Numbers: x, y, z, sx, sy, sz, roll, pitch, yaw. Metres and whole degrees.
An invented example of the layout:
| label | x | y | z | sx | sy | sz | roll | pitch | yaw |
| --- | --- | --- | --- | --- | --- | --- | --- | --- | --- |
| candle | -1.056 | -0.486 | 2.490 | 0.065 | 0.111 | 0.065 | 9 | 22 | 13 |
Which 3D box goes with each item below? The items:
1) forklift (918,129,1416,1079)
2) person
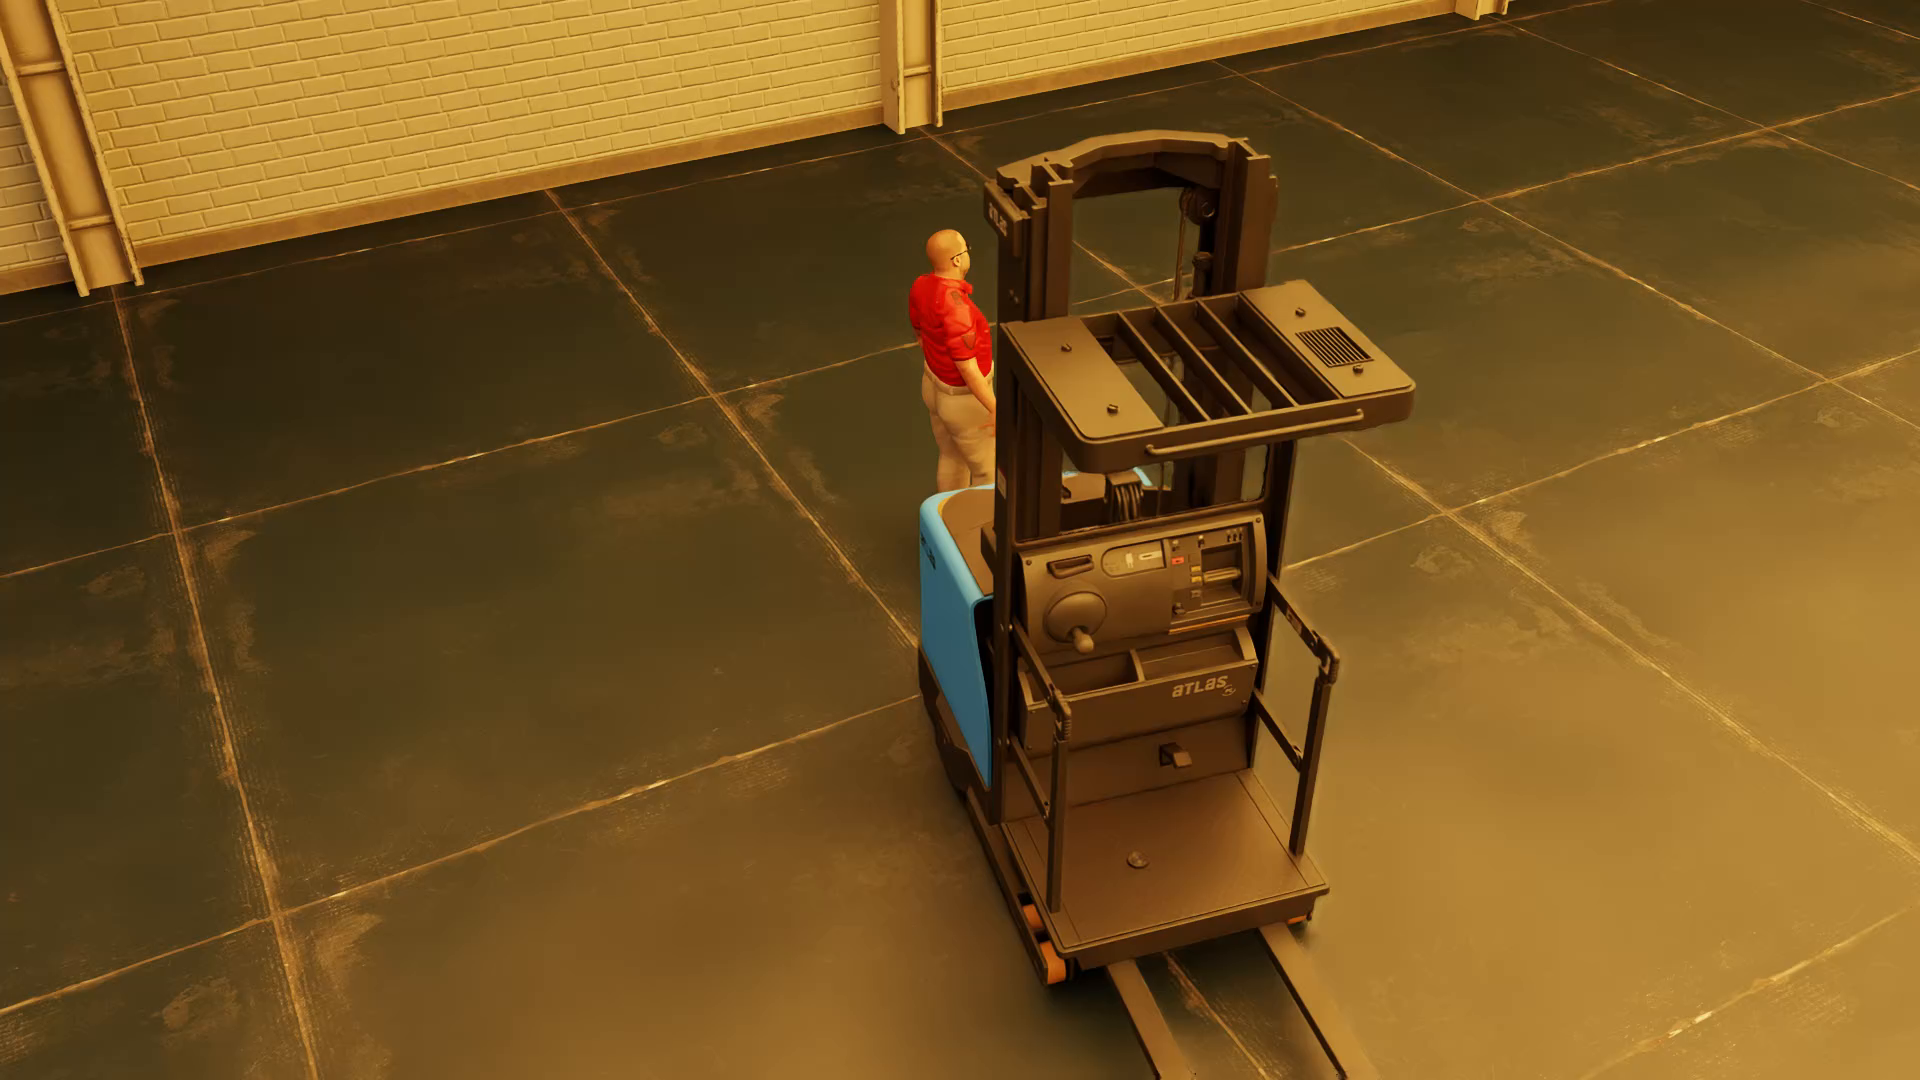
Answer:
| label | x | y | z | sx | sy | sz | roll | pitch | yaw |
| --- | --- | --- | --- | --- | --- | --- | --- | --- | --- |
| forklift | 0.734 | 0.220 | 5.812 | 1.130 | 2.935 | 3.031 | -10 | 37 | -14 |
| person | 0.085 | -0.731 | 8.185 | 0.550 | 1.728 | 0.641 | -17 | 39 | -23 |
